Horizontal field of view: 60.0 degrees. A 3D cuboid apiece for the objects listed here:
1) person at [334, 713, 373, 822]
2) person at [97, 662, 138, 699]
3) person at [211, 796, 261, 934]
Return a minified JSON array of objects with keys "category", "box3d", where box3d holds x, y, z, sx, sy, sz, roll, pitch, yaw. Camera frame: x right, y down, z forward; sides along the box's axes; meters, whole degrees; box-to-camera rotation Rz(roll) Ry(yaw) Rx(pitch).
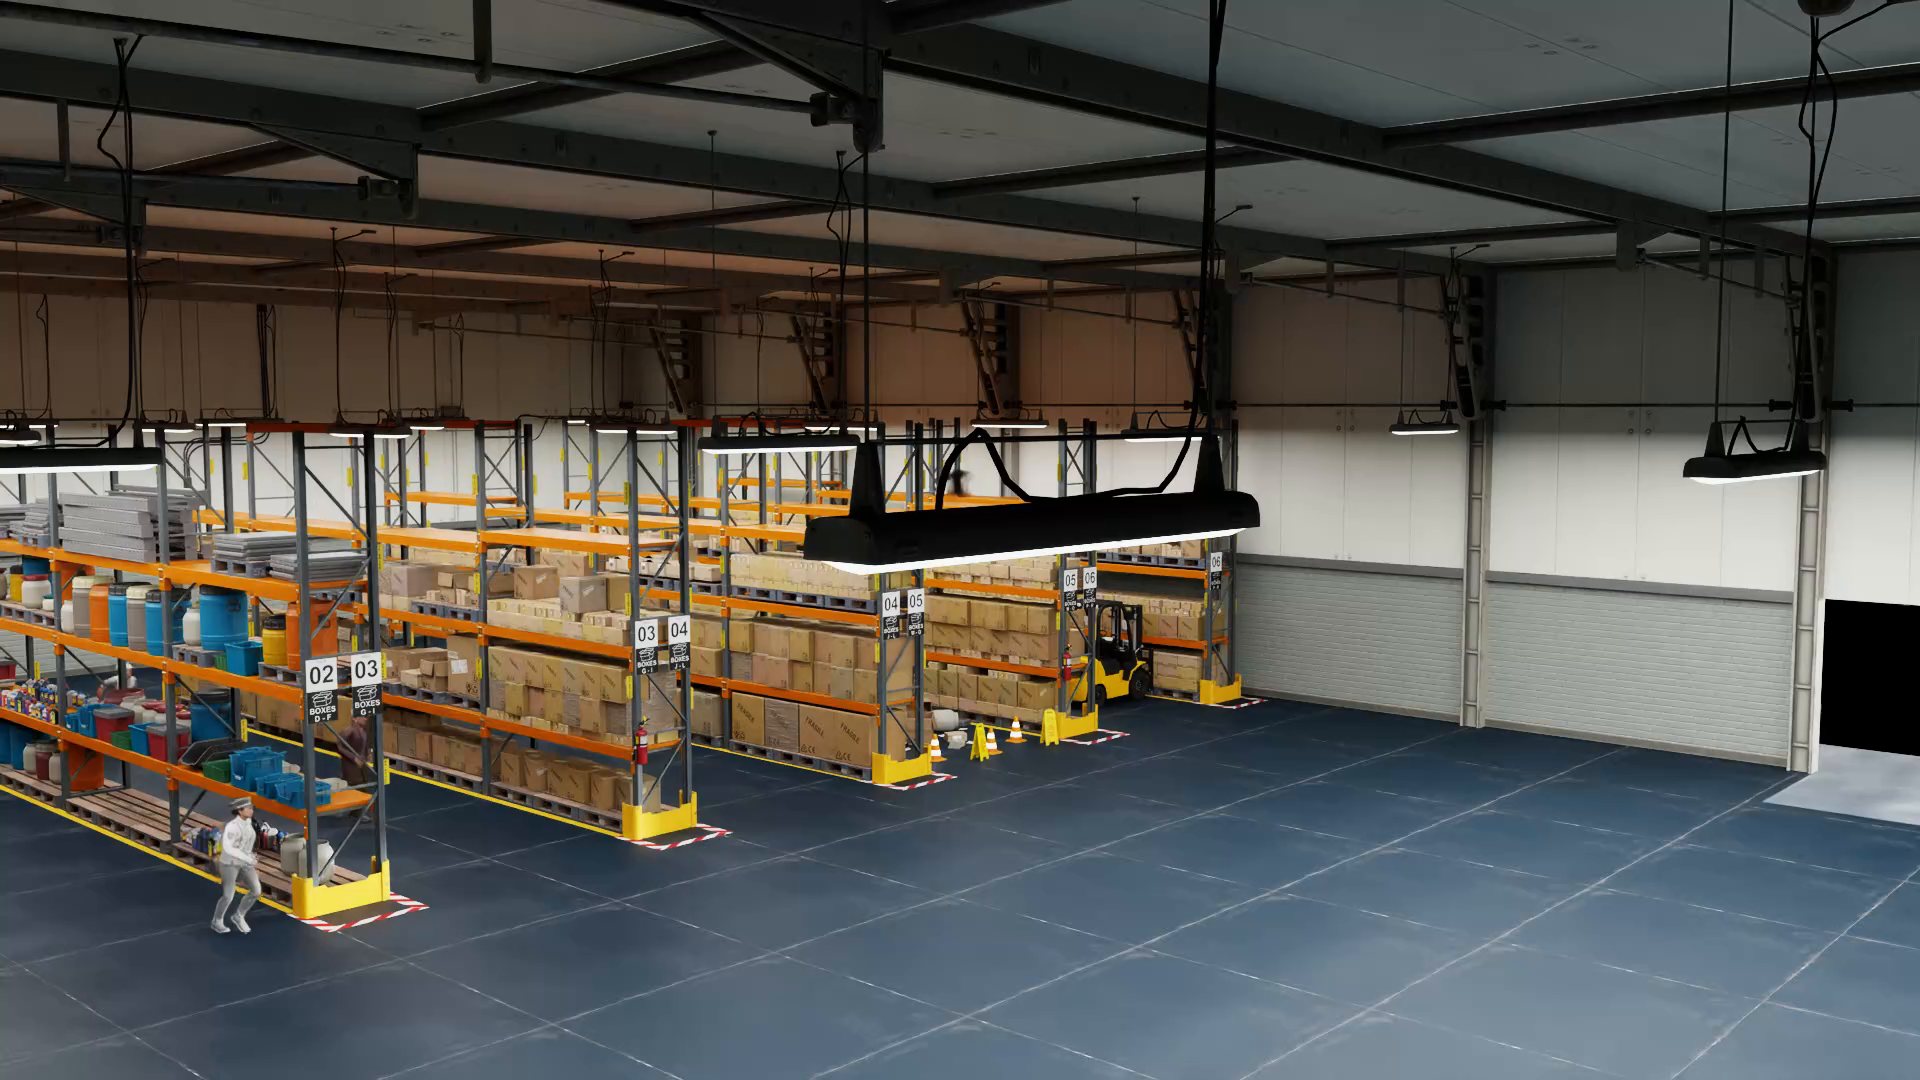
[{"category":"person","box3d":[-9.253,3.420,25.226,0.749,1.726,0.702,1,5,18]},{"category":"person","box3d":[-15.133,3.044,29.958,0.742,1.707,0.665,2,5,24]},{"category":"person","box3d":[-8.617,3.892,19.860,0.706,1.680,0.628,2,5,18]}]
